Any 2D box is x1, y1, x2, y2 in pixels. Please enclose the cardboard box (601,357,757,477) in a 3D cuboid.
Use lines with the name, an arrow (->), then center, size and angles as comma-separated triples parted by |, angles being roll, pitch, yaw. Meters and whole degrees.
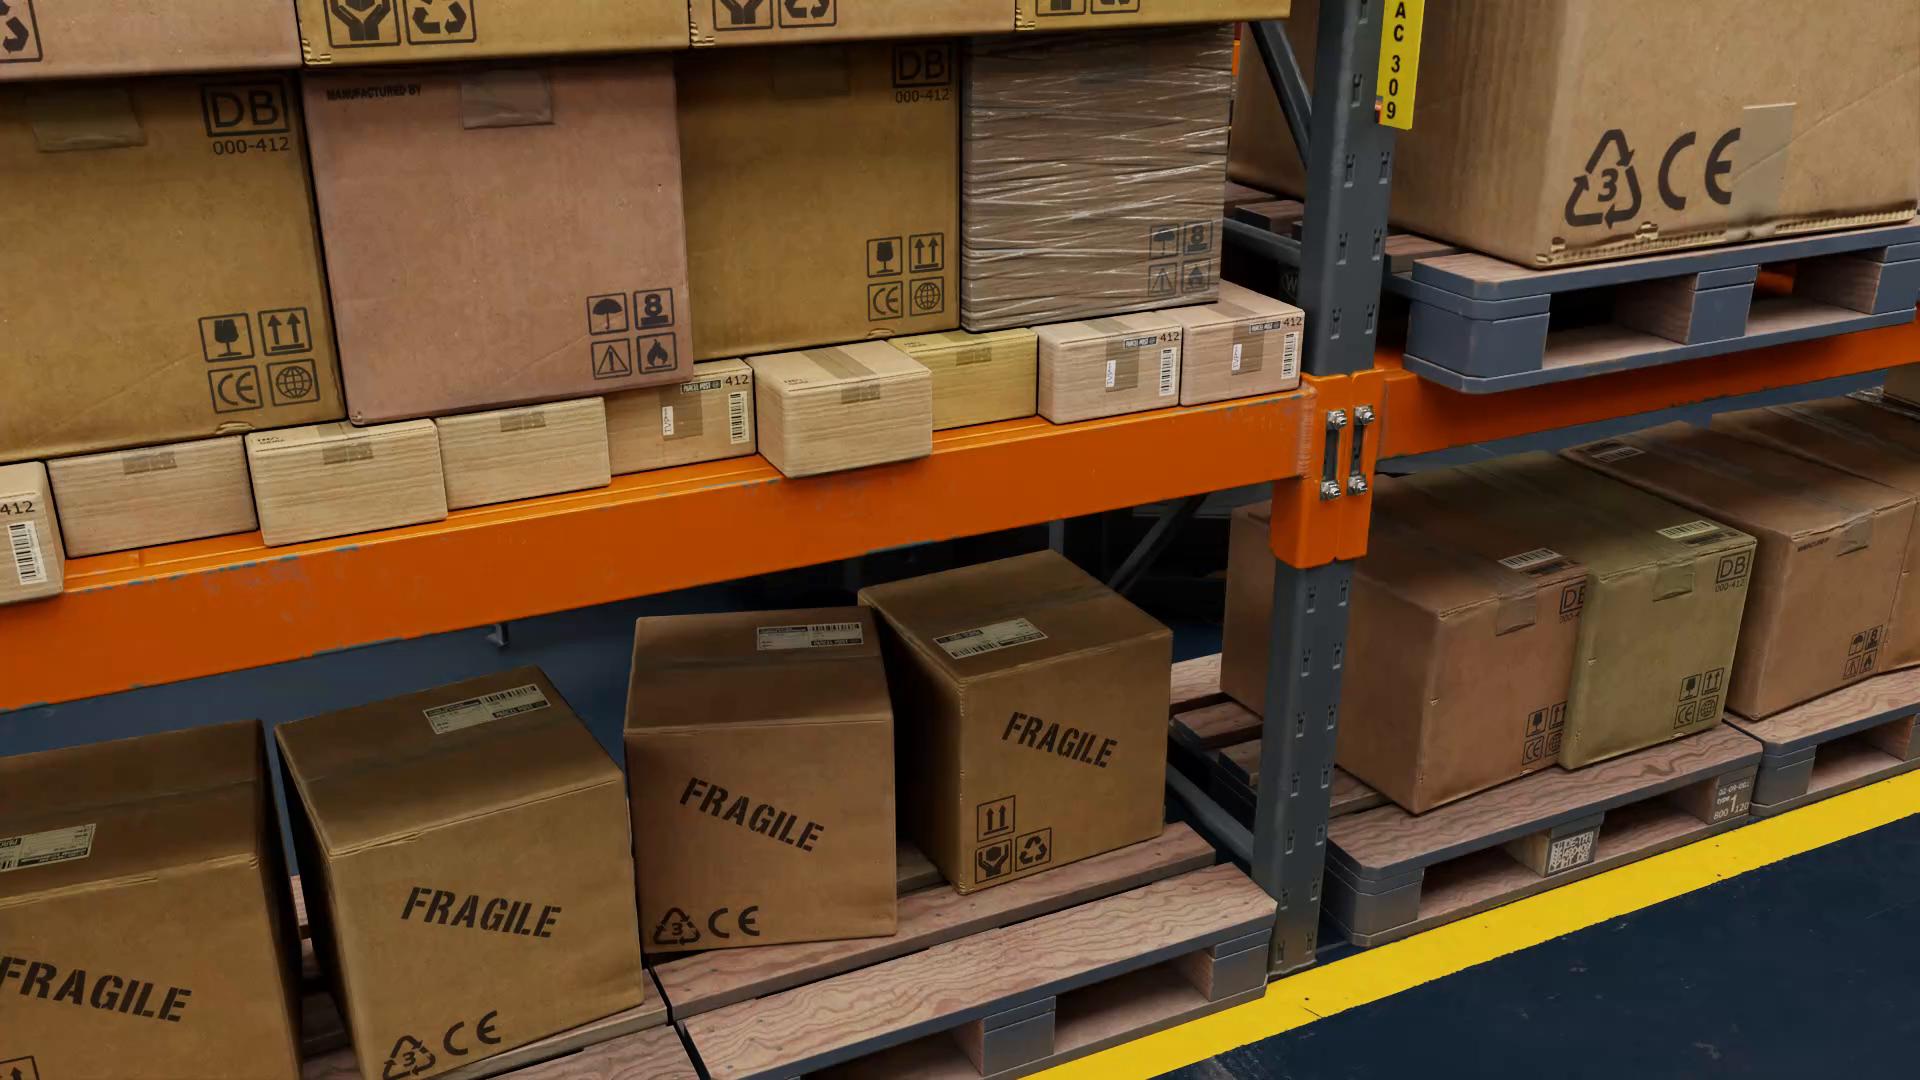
cardboard box -> -0.519, -0.249, 2.759 | 0.250, 0.149, 0.380 | -10, 25, -24

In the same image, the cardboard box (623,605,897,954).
cardboard box -> -0.403, 0.474, 3.402 | 0.500, 0.500, 0.500 | -3, 23, -7

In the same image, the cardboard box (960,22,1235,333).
cardboard box -> 0.055, -0.767, 3.162 | 0.500, 0.500, 0.875 | -10, 25, -24

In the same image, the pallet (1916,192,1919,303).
pallet -> 2.326, -0.870, 4.180 | 1.213, 0.211, 1.003 | -10, 25, -24

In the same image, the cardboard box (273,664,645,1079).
cardboard box -> -0.929, 0.604, 3.088 | 0.500, 0.500, 0.500 | -13, 26, -28

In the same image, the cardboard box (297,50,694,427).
cardboard box -> -0.818, -0.579, 2.707 | 0.500, 0.500, 0.875 | -10, 25, -24

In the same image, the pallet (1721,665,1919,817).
pallet -> 2.289, 0.318, 4.706 | 1.213, 0.211, 1.003 | -10, 25, -24

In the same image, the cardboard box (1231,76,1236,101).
cardboard box -> 2.181, -4.084, 14.388 | 0.500, 0.500, 0.500 | -10, 25, -23

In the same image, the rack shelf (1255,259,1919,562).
rack shelf -> 2.289, -0.637, 4.306 | 4.000, 0.370, 1.077 | -10, 25, -24

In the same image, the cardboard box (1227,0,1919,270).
cardboard box -> 1.264, -1.192, 3.374 | 1.000, 1.000, 1.000 | -10, 25, -23

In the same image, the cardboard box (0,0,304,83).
cardboard box -> -1.152, -0.866, 2.092 | 0.500, 0.500, 0.500 | -10, 25, -24

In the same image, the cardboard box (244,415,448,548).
cardboard box -> -0.937, -0.140, 2.496 | 0.250, 0.149, 0.380 | -10, 25, -24

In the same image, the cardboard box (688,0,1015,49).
cardboard box -> -0.249, -1.030, 2.489 | 0.500, 0.500, 0.500 | -10, 25, -24

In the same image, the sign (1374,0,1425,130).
sign -> 0.730, -0.851, 2.753 | 0.005, 0.325, 0.100 | -10, 25, -24

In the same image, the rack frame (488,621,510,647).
rack frame -> -1.495, -0.432, 4.834 | 0.023, 1.500, 0.400 | -20, 29, -39

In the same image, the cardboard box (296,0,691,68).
cardboard box -> -0.700, -0.947, 2.290 | 0.500, 0.500, 0.500 | -10, 25, -24

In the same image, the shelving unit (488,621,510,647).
shelving unit -> -1.227, -0.527, 5.063 | 0.755, 1.500, 0.431 | -20, 29, -39

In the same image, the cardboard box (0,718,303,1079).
cardboard box -> -1.451, 0.681, 2.902 | 0.500, 0.500, 0.500 | -8, 24, -19

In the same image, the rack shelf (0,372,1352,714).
rack shelf -> -1.315, 0.027, 2.703 | 4.000, 0.370, 1.077 | -10, 25, -24

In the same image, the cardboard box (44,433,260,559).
cardboard box -> -1.195, -0.125, 2.459 | 0.250, 0.149, 0.380 | -10, 25, -24

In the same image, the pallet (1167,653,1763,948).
pallet -> 1.188, 0.522, 4.214 | 1.213, 0.211, 1.003 | -10, 25, -24

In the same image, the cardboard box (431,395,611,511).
cardboard box -> -0.727, -0.194, 2.625 | 0.250, 0.149, 0.380 | -10, 25, -24

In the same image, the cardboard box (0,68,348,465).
cardboard box -> -1.286, -0.510, 2.541 | 0.500, 0.500, 0.875 | -10, 25, -24

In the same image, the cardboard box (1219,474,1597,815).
cardboard box -> 1.050, 0.220, 3.989 | 0.500, 0.500, 0.700 | -13, 26, -28

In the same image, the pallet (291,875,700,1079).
pallet -> -1.203, 0.979, 3.110 | 1.213, 0.211, 1.003 | -10, 25, -24

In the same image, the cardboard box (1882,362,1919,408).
cardboard box -> 3.027, -0.482, 4.706 | 0.500, 0.250, 0.500 | -8, 24, -18

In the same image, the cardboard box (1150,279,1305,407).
cardboard box -> 0.421, -0.384, 3.084 | 0.250, 0.149, 0.380 | -10, 25, -24

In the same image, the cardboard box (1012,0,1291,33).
cardboard box -> 0.201, -1.113, 2.691 | 0.500, 0.500, 0.500 | -10, 25, -24

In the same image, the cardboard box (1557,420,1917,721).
cardboard box -> 1.992, 0.055, 4.389 | 0.500, 0.500, 0.700 | -13, 26, -28

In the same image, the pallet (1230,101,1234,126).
pallet -> 2.686, -3.942, 14.998 | 1.213, 0.211, 1.003 | -10, 25, -24

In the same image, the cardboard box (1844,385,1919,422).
cardboard box -> 3.002, -0.135, 4.846 | 0.500, 0.500, 0.700 | -13, 26, -28

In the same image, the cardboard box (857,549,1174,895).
cardboard box -> 0.110, 0.376, 3.638 | 0.500, 0.500, 0.500 | -11, 25, -25

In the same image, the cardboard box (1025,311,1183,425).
cardboard box -> 0.192, -0.346, 2.992 | 0.250, 0.149, 0.380 | -10, 25, -24

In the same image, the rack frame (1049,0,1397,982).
rack frame -> 0.487, -0.637, 3.367 | 0.127, 3.000, 1.000 | -10, 25, -24

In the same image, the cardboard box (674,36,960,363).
cardboard box -> -0.411, -0.697, 2.991 | 0.500, 0.500, 0.875 | -10, 25, -24

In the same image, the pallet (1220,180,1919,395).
pallet -> 1.239, -0.625, 3.589 | 1.213, 0.211, 1.003 | -10, 25, -24

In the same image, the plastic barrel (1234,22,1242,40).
plastic barrel -> 1.657, -2.889, 8.630 | 0.708, 0.536, 0.600 | -10, 25, -24

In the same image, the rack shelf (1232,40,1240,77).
rack shelf -> 0.141, -2.343, 8.430 | 4.000, 0.370, 1.077 | -10, 25, -24

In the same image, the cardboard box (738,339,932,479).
cardboard box -> -0.237, -0.245, 2.749 | 0.250, 0.149, 0.380 | -10, 25, -24

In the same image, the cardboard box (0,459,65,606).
cardboard box -> -1.363, -0.038, 2.249 | 0.250, 0.149, 0.380 | -10, 25, -24

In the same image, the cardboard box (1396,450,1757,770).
cardboard box -> 1.488, 0.147, 4.165 | 0.500, 0.500, 0.700 | -11, 25, -24

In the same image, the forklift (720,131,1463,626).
forklift -> 0.759, -1.297, 5.051 | 3.031, 2.935, 1.130 | 2, 23, 4

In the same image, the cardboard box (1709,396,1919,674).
cardboard box -> 2.494, -0.038, 4.613 | 0.500, 0.500, 0.700 | -8, 24, -19

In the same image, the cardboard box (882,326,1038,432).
cardboard box -> -0.060, -0.325, 2.942 | 0.250, 0.149, 0.380 | -10, 25, -24

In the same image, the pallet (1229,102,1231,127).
pallet -> 1.585, -3.738, 14.506 | 1.213, 0.211, 1.003 | -10, 25, -24

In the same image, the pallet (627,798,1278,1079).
pallet -> -0.102, 0.775, 3.602 | 1.213, 0.211, 1.003 | -10, 25, -24
